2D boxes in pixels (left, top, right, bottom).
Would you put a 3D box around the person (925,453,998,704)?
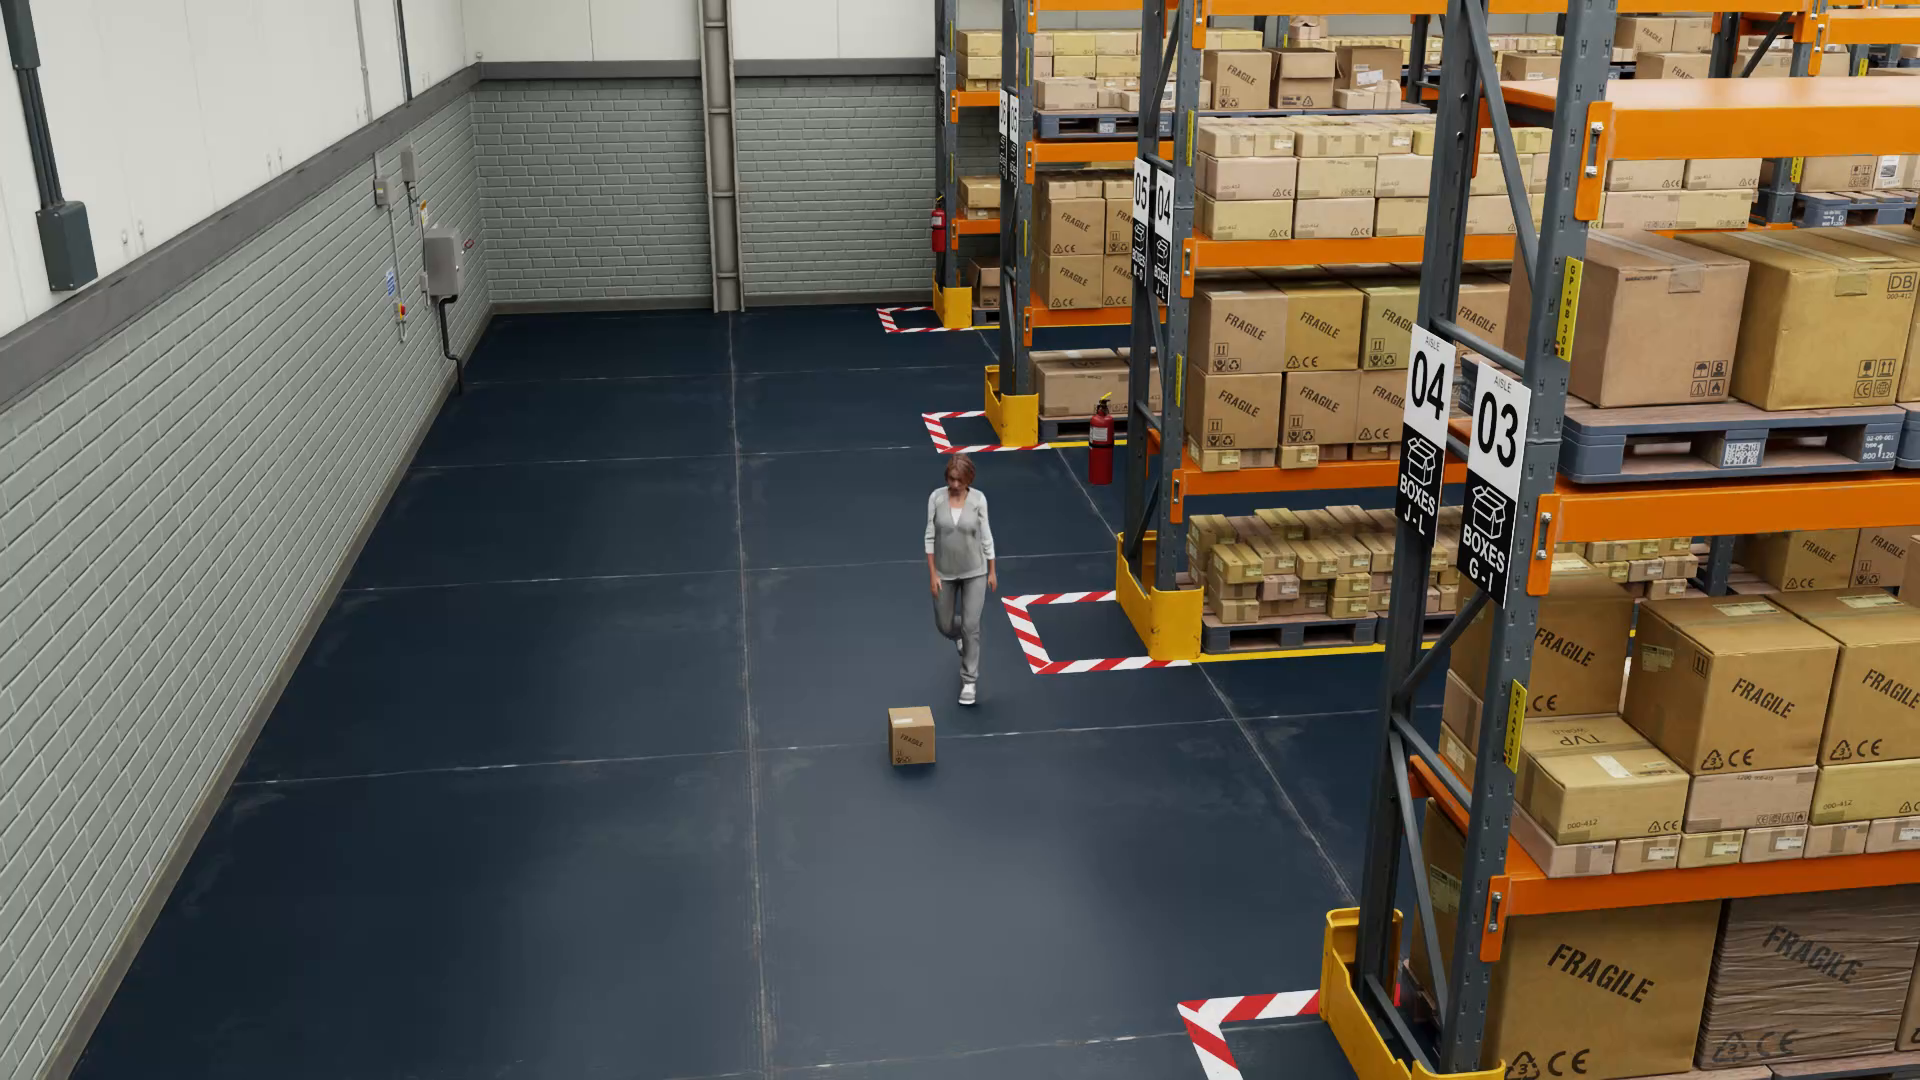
[{"bbox_3d":[0.010,0.202,10.532,0.451,1.571,0.676,3,21,8],"label":"person"}]
